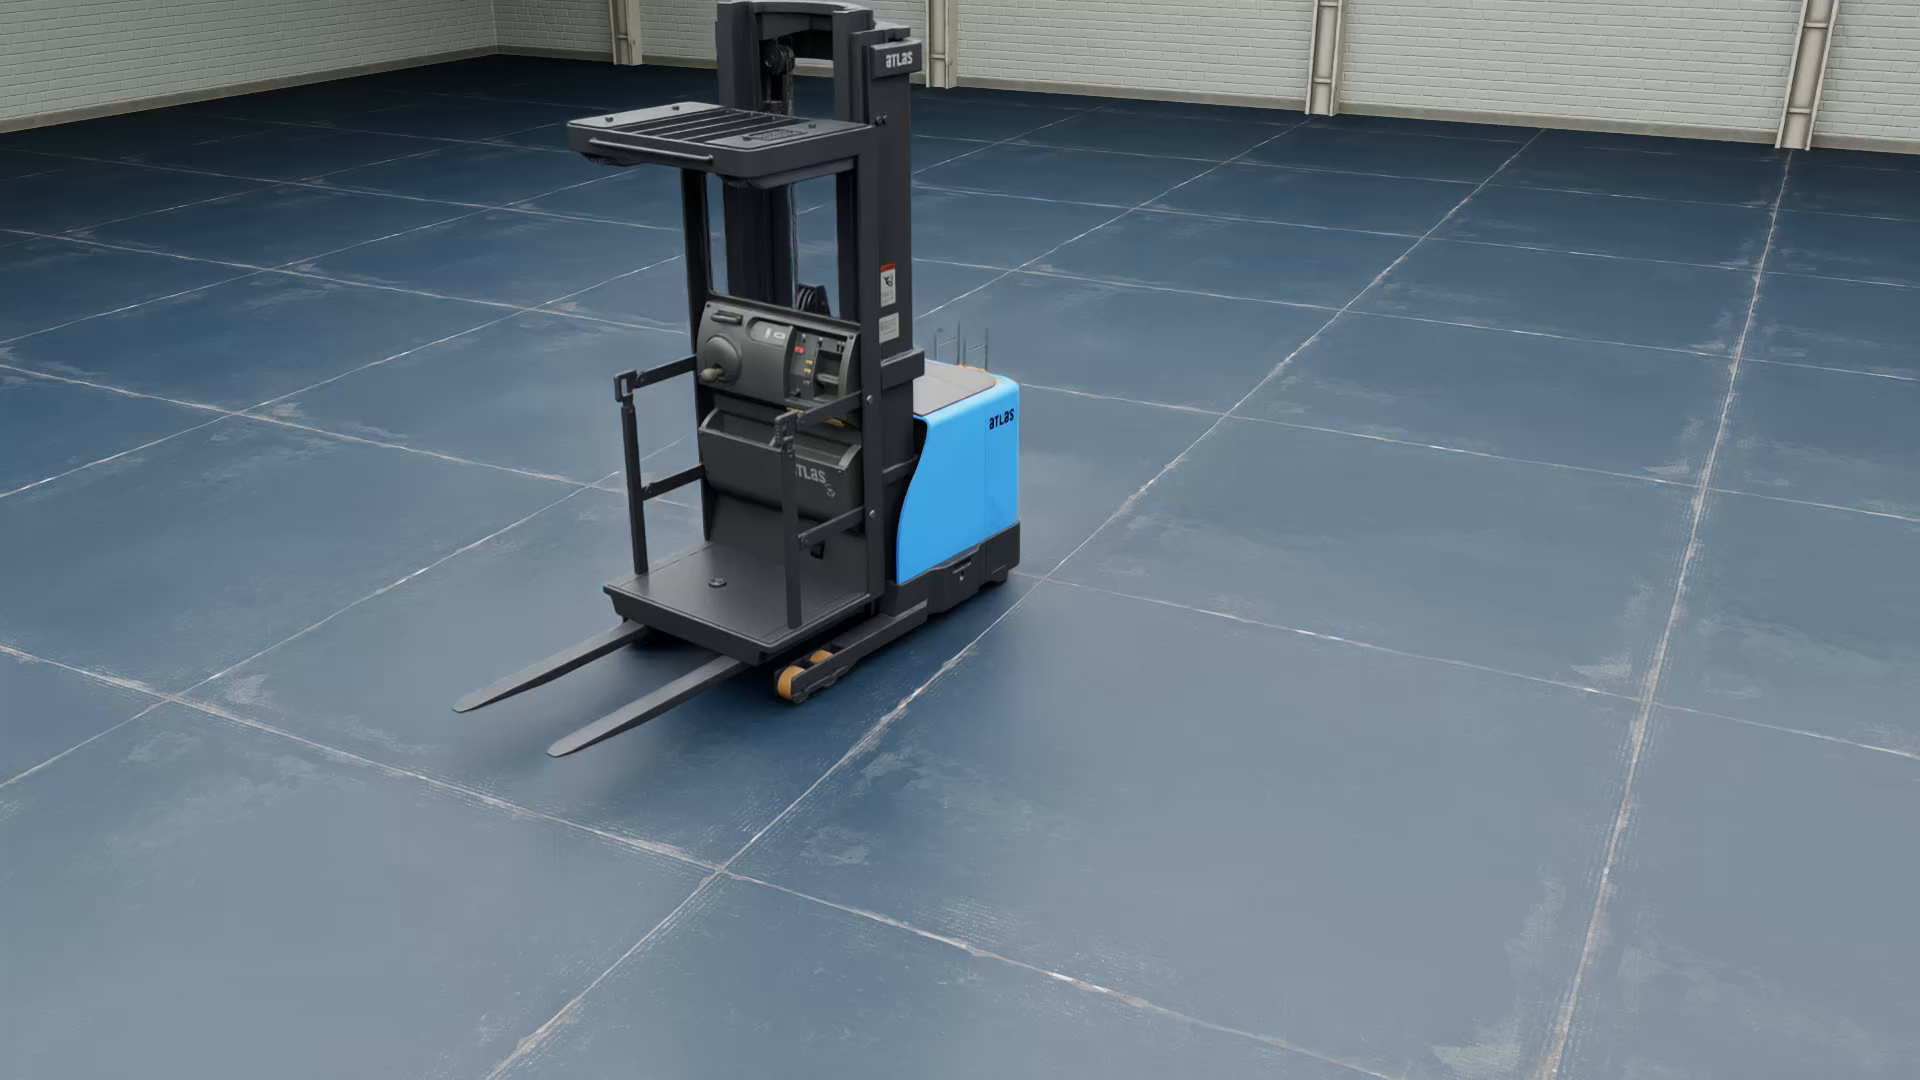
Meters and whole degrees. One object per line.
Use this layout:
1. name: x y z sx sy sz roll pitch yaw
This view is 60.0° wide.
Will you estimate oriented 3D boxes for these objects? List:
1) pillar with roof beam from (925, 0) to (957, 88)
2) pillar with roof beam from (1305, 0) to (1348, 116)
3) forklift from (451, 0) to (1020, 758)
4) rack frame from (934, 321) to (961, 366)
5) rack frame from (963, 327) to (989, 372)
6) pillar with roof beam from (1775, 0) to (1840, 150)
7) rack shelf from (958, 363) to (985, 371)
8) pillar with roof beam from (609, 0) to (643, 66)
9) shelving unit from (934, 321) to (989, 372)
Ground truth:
1. pillar with roof beam: -2.228 -9.675 20.502 0.400 9.000 9.100 11 25 25
2. pillar with roof beam: 3.127 -8.616 18.010 0.400 9.000 9.100 11 25 25
3. forklift: -0.972 -0.828 7.452 1.130 2.935 3.031 16 28 34
4. rack frame: -0.074 -0.585 9.085 0.006 1.200 0.240 16 27 31
5. rack frame: 0.078 -0.543 8.992 0.006 1.200 0.240 16 27 31
6. pillar with roof beam: 8.481 -7.556 15.519 0.400 9.000 9.100 11 25 25
7. rack shelf: 0.006 -0.854 8.914 0.180 0.103 0.258 16 27 31
8. pillar with roof beam: -7.582 -10.735 22.993 0.400 9.000 9.100 11 25 25
9. shelving unit: 0.002 -0.564 9.039 0.189 1.200 0.258 16 27 31
